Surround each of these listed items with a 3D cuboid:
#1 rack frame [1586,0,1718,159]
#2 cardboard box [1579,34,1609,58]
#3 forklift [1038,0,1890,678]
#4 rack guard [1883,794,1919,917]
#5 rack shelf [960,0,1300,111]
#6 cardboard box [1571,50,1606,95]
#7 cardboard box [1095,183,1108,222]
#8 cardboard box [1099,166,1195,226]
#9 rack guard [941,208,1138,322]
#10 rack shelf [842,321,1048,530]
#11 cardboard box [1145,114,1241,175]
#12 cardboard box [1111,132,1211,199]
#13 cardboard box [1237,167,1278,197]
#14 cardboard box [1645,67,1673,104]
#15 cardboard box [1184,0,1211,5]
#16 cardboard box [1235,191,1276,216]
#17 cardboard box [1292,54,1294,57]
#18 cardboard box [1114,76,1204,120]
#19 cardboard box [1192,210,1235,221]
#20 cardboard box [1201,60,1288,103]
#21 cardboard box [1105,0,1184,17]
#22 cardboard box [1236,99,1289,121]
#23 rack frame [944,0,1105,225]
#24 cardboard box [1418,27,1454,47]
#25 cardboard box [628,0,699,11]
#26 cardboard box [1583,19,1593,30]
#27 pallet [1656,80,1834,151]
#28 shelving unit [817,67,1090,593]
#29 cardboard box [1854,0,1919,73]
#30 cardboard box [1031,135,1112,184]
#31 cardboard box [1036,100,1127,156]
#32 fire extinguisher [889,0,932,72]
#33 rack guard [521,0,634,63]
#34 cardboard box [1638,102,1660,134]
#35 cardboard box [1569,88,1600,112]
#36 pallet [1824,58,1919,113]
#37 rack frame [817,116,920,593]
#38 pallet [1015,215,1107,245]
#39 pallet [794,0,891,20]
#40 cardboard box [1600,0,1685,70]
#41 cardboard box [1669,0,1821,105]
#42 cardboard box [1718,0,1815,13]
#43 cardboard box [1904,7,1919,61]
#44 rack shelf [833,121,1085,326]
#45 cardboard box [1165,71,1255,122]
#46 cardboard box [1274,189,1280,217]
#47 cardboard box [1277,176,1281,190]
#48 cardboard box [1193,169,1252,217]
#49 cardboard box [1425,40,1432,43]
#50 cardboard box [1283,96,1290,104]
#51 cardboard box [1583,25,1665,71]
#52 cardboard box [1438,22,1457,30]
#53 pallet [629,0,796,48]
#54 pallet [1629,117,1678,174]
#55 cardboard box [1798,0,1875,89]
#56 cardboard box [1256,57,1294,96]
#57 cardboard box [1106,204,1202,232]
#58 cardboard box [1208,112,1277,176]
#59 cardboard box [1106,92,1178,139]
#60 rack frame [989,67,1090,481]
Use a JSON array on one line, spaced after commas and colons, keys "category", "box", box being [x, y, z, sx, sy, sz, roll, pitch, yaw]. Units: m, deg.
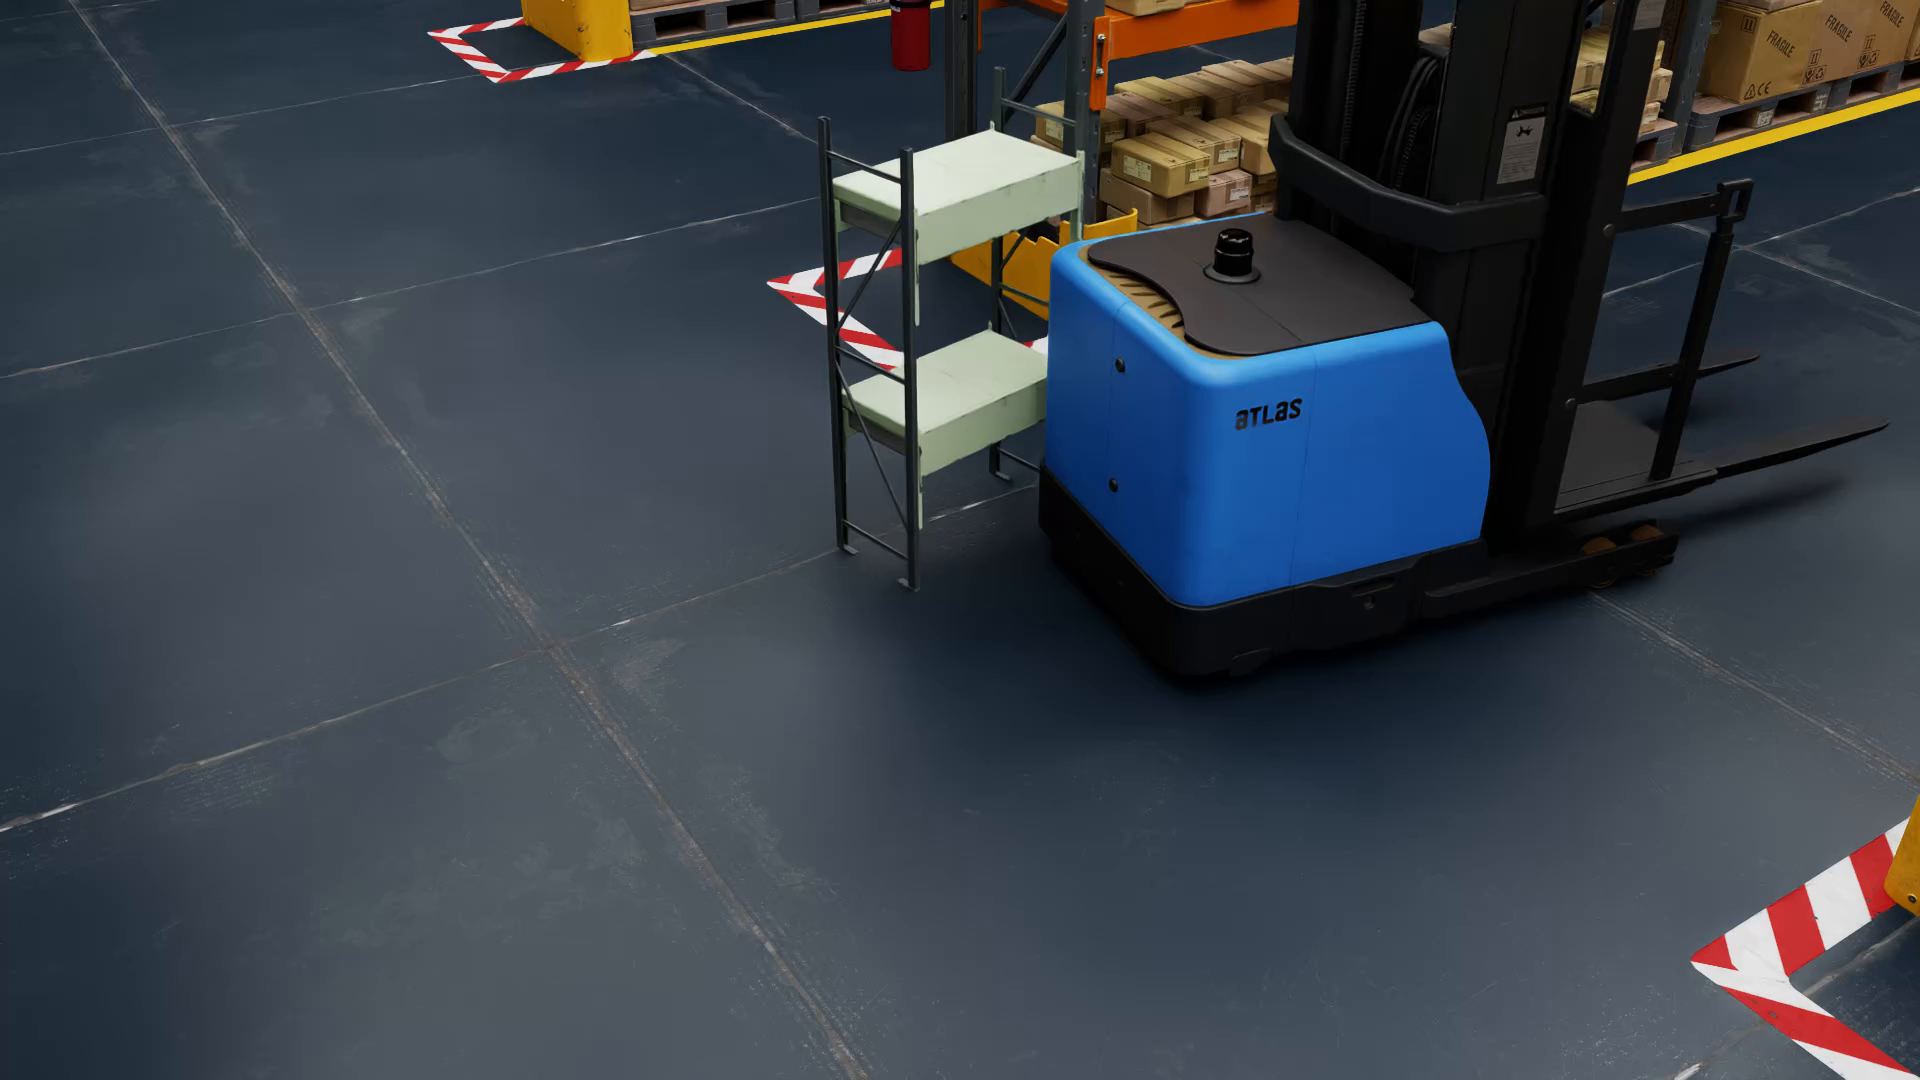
[{"category": "rack frame", "box": [3.611, -3.570, 8.598, 0.127, 3.000, 1.000, -19, 37, -27]}, {"category": "cardboard box", "box": [3.260, -2.482, 8.594, 0.250, 0.149, 0.380, -18, 37, -27]}, {"category": "forklift", "box": [1.836, -1.326, 5.105, 3.031, 2.935, 1.130, -13, 34, -19]}, {"category": "rack guard", "box": [2.832, 0.904, 3.849, 0.348, 0.500, 1.175, -19, 37, -27]}, {"category": "rack shelf", "box": [1.930, -2.688, 7.873, 4.000, 0.370, 1.077, -19, 37, -27]}, {"category": "cardboard box", "box": [3.055, -2.407, 8.475, 0.250, 0.149, 0.380, -19, 37, -28]}, {"category": "cardboard box", "box": [0.579, -1.631, 7.803, 0.250, 0.149, 0.380, -18, 37, -26]}, {"category": "cardboard box", "box": [0.829, -1.548, 7.392, 0.250, 0.149, 0.380, -17, 36, -25]}, {"category": "rack guard", "box": [0.313, -1.378, 7.467, 0.348, 0.500, 1.175, -19, 37, -27]}, {"category": "rack shelf", "box": [-0.012, -0.400, 5.590, 0.720, 0.370, 0.431, -27, 41, -36]}, {"category": "cardboard box", "box": [1.040, -1.770, 7.465, 0.250, 0.149, 0.380, -18, 37, -26]}, {"category": "cardboard box", "box": [0.874, -1.636, 7.253, 0.250, 0.149, 0.380, -21, 38, -29]}, {"category": "cardboard box", "box": [1.247, -1.712, 7.652, 0.250, 0.149, 0.380, -18, 37, -27]}, {"category": "cardboard box", "box": [3.519, -2.434, 8.797, 0.250, 0.149, 0.380, -18, 37, -26]}, {"category": "cardboard box", "box": [0.891, -2.346, 6.893, 0.250, 0.149, 0.380, -18, 36, -26]}, {"category": "cardboard box", "box": [1.244, -1.581, 7.723, 0.250, 0.149, 0.380, -19, 37, -27]}, {"category": "cardboard box", "box": [1.882, -2.347, 8.379, 0.250, 0.149, 0.380, -19, 37, -27]}, {"category": "cardboard box", "box": [0.948, -2.083, 7.961, 0.250, 0.149, 0.380, -20, 37, -28]}, {"category": "cardboard box", "box": [1.039, -1.506, 7.604, 0.250, 0.149, 0.380, -19, 37, -27]}, {"category": "cardboard box", "box": [1.396, -2.232, 8.197, 0.250, 0.149, 0.380, -18, 36, -26]}, {"category": "cardboard box", "box": [0.699, -2.254, 6.747, 0.250, 0.149, 0.380, -19, 37, -28]}, {"category": "cardboard box", "box": [1.485, -1.894, 7.662, 0.250, 0.149, 0.380, -21, 38, -30]}, {"category": "rack frame", "box": [0.249, -2.414, 6.765, 0.127, 3.000, 1.000, -19, 37, -27]}, {"category": "cardboard box", "box": [2.553, -2.553, 8.706, 0.250, 0.149, 0.380, -20, 37, -28]}, {"category": "cardboard box", "box": [-2.017, -3.934, 11.183, 0.875, 0.438, 0.875, -20, 38, -29]}, {"category": "cardboard box", "box": [3.210, -2.787, 9.077, 0.250, 0.149, 0.380, -17, 36, -25]}, {"category": "pallet", "box": [4.265, -2.616, 9.700, 1.213, 0.211, 1.003, -19, 37, -27]}, {"category": "shelving unit", "box": [-0.012, -0.676, 5.416, 0.755, 1.500, 0.431, -27, 41, -36]}, {"category": "cardboard box", "box": [5.253, -3.096, 9.796, 0.500, 0.500, 0.500, -18, 37, -26]}, {"category": "cardboard box", "box": [0.538, -1.792, 7.779, 0.250, 0.149, 0.380, -20, 37, -29]}, {"category": "cardboard box", "box": [0.557, -1.904, 7.677, 0.250, 0.149, 0.380, -19, 37, -27]}, {"category": "fire extinguisher", "box": [-0.212, -2.357, 7.098, 0.183, 0.674, 0.296, -19, 37, -27]}, {"category": "rack guard", "box": [-2.538, -3.540, 10.893, 0.348, 0.500, 1.175, -19, 37, -27]}, {"category": "cardboard box", "box": [3.466, -2.276, 8.825, 0.250, 0.149, 0.380, -18, 37, -27]}, {"category": "cardboard box", "box": [3.083, -2.265, 8.529, 0.250, 0.149, 0.380, -20, 38, -29]}, {"category": "pallet", "box": [5.291, -2.971, 10.262, 1.213, 0.211, 1.003, -19, 37, -27]}, {"category": "rack frame", "box": [-0.277, -0.541, 5.202, 0.023, 1.500, 0.400, -27, 41, -36]}, {"category": "pallet", "box": [1.015, -1.475, 7.891, 1.213, 0.211, 1.003, -19, 37, -27]}, {"category": "pallet", "box": [-0.863, -4.042, 11.959, 1.213, 0.211, 1.003, -19, 37, -27]}, {"category": "cardboard box", "box": [4.097, -3.017, 9.671, 0.500, 0.500, 0.500, -20, 37, -28]}, {"category": "cardboard box", "box": [4.376, -2.785, 9.303, 0.500, 0.500, 0.500, -17, 36, -25]}, {"category": "cardboard box", "box": [4.376, -3.103, 9.104, 0.500, 0.250, 0.500, -21, 38, -29]}, {"category": "cardboard box", "box": [5.688, -3.231, 10.009, 0.500, 0.500, 0.500, -21, 38, -29]}, {"category": "rack shelf", "box": [-0.012, -1.006, 5.208, 0.720, 0.370, 0.431, -27, 41, -36]}, {"category": "cardboard box", "box": [1.200, -2.129, 8.034, 0.250, 0.149, 0.380, -21, 38, -29]}, {"category": "cardboard box", "box": [1.518, -1.605, 7.762, 0.250, 0.149, 0.380, -18, 37, -27]}, {"category": "cardboard box", "box": [1.522, -1.737, 7.693, 0.250, 0.149, 0.380, -18, 36, -26]}, {"category": "cardboard box", "box": [1.090, -1.602, 7.477, 0.250, 0.149, 0.380, -19, 37, -27]}, {"category": "cardboard box", "box": [2.295, -2.516, 8.648, 0.250, 0.149, 0.380, -18, 37, -26]}, {"category": "cardboard box", "box": [1.723, -1.970, 7.782, 0.250, 0.149, 0.380, -17, 36, -25]}, {"category": "cardboard box", "box": [3.453, -2.574, 8.740, 0.250, 0.149, 0.380, -18, 36, -26]}, {"category": "cardboard box", "box": [2.760, -2.639, 8.842, 0.250, 0.149, 0.380, -20, 37, -28]}, {"category": "pallet", "box": [-1.888, -3.691, 11.404, 1.213, 0.211, 1.003, -19, 37, -27]}, {"category": "pallet", "box": [3.066, -2.181, 9.009, 1.213, 0.211, 1.003, -19, 37, -27]}, {"category": "cardboard box", "box": [4.820, -2.939, 9.546, 0.500, 0.500, 0.500, -17, 36, -25]}, {"category": "cardboard box", "box": [1.677, -2.258, 8.239, 0.250, 0.149, 0.380, -20, 38, -29]}, {"category": "cardboard box", "box": [0.863, -1.393, 7.426, 0.250, 0.149, 0.380, -18, 37, -26]}, {"category": "cardboard box", "box": [1.322, -1.785, 7.490, 0.250, 0.149, 0.380, -19, 37, -27]}, {"category": "cardboard box", "box": [0.799, -1.951, 7.752, 0.250, 0.149, 0.380, -18, 37, -26]}, {"category": "rack frame", "box": [0.253, -0.811, 5.629, 0.023, 1.500, 0.400, -27, 41, -36]}]
